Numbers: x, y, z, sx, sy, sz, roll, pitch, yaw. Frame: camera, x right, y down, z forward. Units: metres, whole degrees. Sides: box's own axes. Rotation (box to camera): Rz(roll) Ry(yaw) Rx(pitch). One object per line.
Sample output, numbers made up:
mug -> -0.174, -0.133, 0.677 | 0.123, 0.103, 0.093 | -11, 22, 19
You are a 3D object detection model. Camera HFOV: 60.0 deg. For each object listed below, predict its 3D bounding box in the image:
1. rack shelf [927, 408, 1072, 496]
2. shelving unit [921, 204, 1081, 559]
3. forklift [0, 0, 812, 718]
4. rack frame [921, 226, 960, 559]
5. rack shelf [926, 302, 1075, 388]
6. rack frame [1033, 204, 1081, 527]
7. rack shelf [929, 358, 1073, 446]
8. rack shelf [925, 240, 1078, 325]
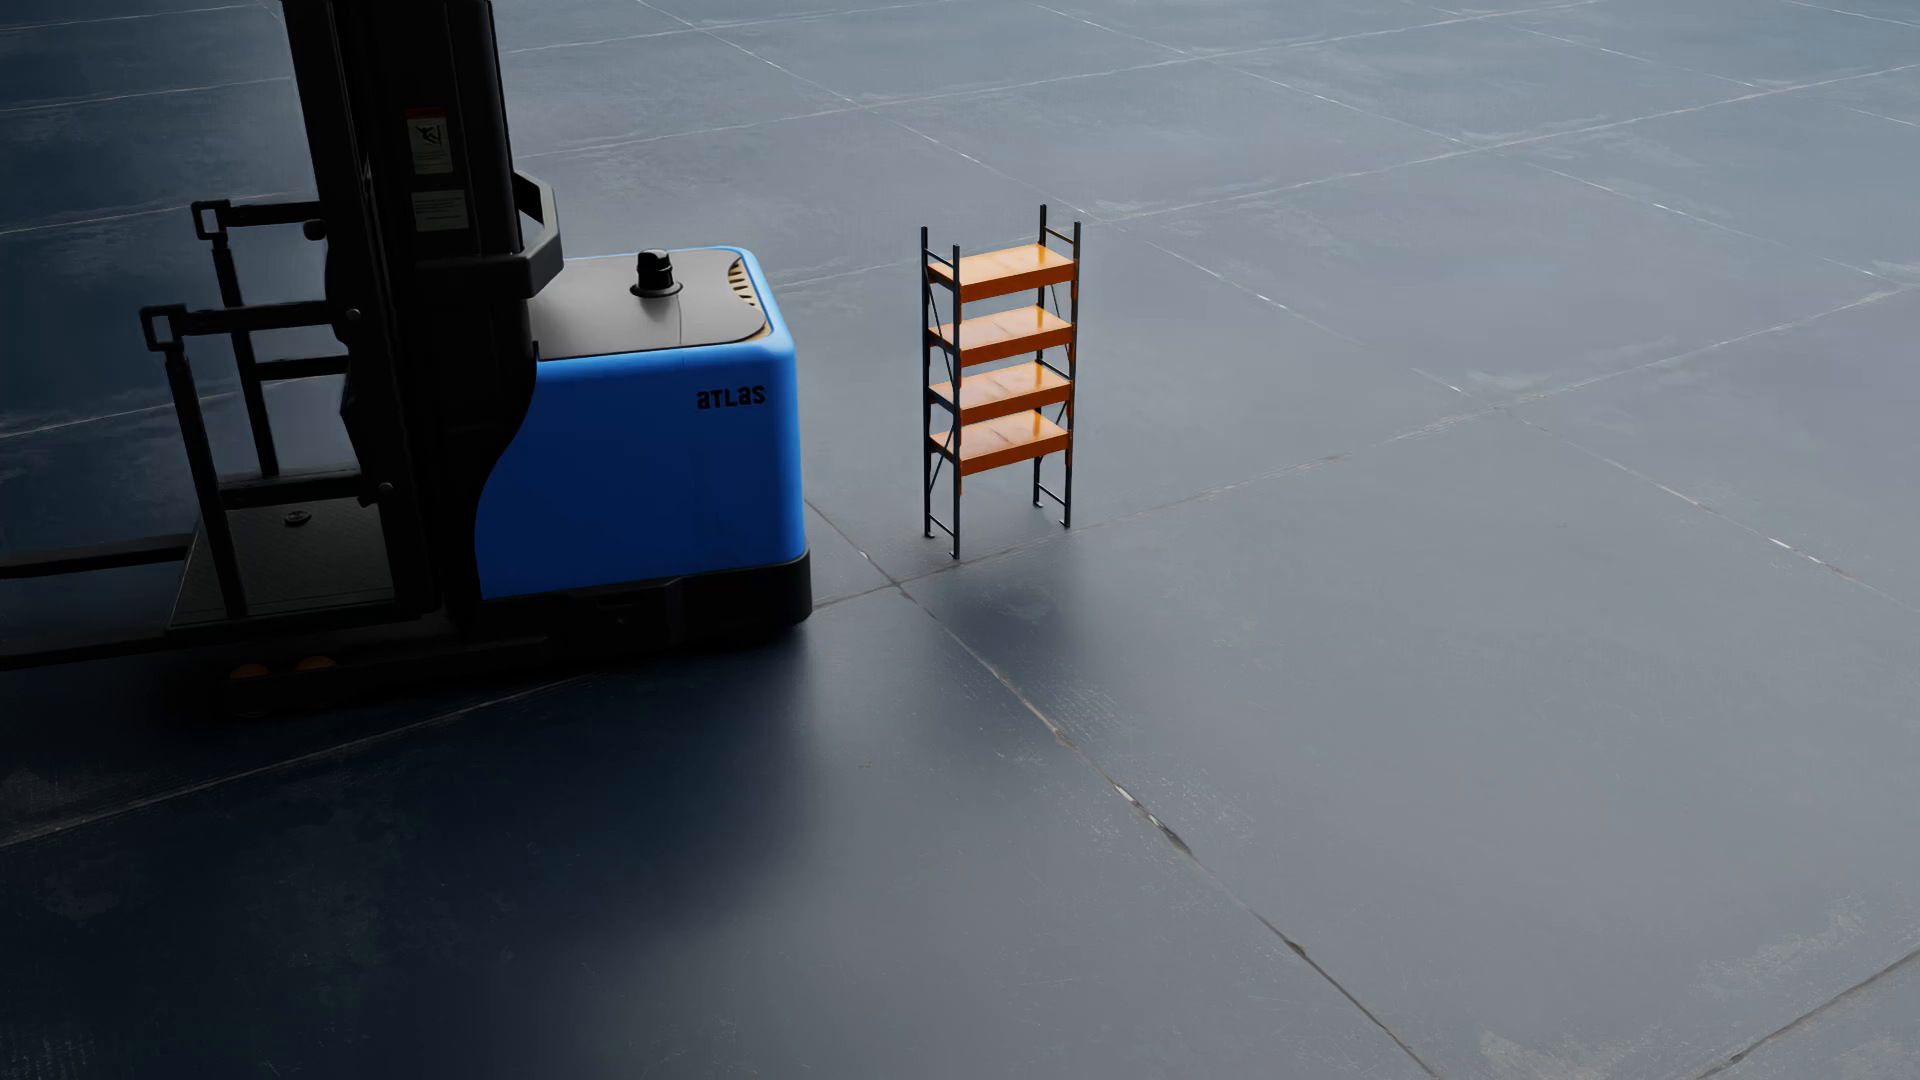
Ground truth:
rack shelf -> 0.143, -0.333, 6.162 | 0.480, 0.148, 0.258 | -16, 33, -26
shelving unit -> 0.143, -0.566, 6.034 | 0.503, 1.200, 0.258 | -16, 33, -26
forklift -> -2.078, -1.006, 5.039 | 3.031, 2.935, 1.130 | -7, 30, -13
rack frame -> -0.068, -0.506, 5.925 | 0.015, 1.200, 0.240 | -16, 33, -26
rack shelf -> 0.143, -0.703, 5.958 | 0.480, 0.148, 0.258 | -16, 33, -26
rack frame -> 0.353, -0.626, 6.142 | 0.015, 1.200, 0.240 | -16, 33, -26
rack shelf -> 0.143, -0.507, 6.066 | 0.480, 0.148, 0.258 | -16, 33, -26
rack shelf -> 0.143, -0.910, 5.844 | 0.480, 0.148, 0.258 | -16, 33, -26
